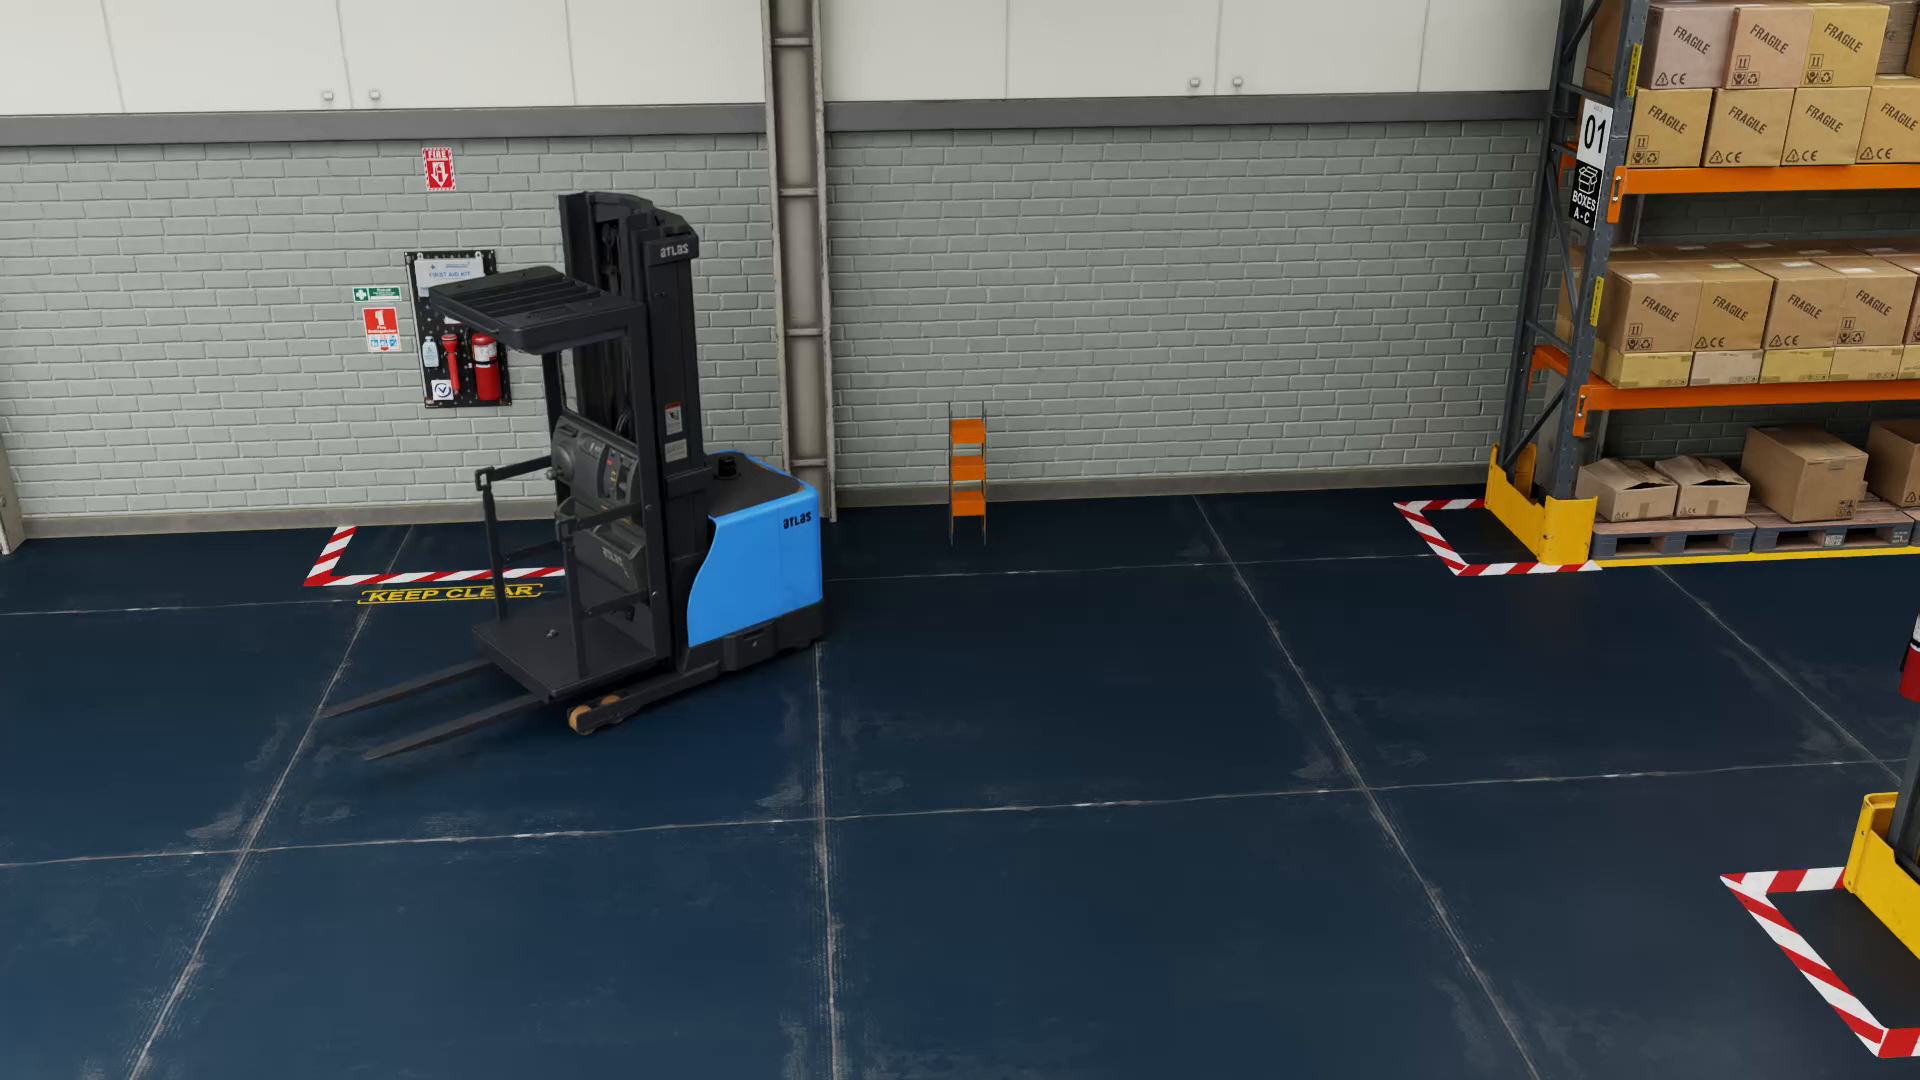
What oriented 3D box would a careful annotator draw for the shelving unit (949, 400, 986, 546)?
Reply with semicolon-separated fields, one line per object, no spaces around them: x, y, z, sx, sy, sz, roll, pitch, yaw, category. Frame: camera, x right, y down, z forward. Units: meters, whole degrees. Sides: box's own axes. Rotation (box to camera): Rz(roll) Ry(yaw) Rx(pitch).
0.053;-0.482;12.102;0.252;1.050;0.215;-2;24;-5;shelving unit

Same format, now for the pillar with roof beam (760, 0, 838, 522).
-0.720;-2.565;7.002;0.400;9.000;9.100;-2;24;-5;pillar with roof beam

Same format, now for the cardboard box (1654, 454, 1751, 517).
5.481;-0.412;12.313;0.500;0.311;0.500;0;24;-1;cardboard box

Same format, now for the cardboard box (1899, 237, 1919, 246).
7.193;-1.915;12.163;0.500;0.500;0.500;-2;24;-5;cardboard box

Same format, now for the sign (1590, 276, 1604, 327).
4.269;-1.602;11.156;0.005;0.325;0.100;-2;24;-5;sign

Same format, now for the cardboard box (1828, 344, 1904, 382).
6.259;-1.321;11.750;0.500;0.250;0.500;-2;24;-5;cardboard box

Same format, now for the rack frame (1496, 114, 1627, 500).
4.216;-1.426;11.825;0.127;3.000;1.000;-2;24;-5;rack frame

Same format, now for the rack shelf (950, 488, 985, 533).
0.053;-0.218;12.219;0.240;0.259;0.215;-2;24;-5;rack shelf

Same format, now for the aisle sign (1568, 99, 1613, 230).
4.174;-2.490;11.018;0.004;0.787;0.394;-2;24;-5;aisle sign

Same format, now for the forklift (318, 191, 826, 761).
-2.313;-0.439;9.690;3.031;2.935;1.130;-19;30;-37;forklift

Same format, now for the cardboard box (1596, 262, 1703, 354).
4.720;-1.607;11.468;0.500;0.500;0.500;-2;24;-5;cardboard box

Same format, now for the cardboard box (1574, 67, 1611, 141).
4.606;-2.970;11.459;0.500;0.500;0.500;-1;24;-1;cardboard box

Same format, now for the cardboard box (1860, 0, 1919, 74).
6.155;-3.485;11.386;0.500;0.500;0.500;-2;24;-5;cardboard box

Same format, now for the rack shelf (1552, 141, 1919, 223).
6.206;-2.548;11.541;4.000;0.370;1.077;-2;24;-5;rack shelf

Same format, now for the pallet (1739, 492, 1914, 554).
6.315;-0.220;12.546;1.213;0.211;1.003;-2;24;-5;pallet

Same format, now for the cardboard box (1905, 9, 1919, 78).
6.661;-3.287;10.941;0.500;0.500;0.500;-3;24;-7;cardboard box

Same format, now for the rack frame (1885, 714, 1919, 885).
4.706;0.576;7.320;0.127;3.000;1.000;-2;24;-5;rack frame

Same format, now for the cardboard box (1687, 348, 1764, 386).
5.248;-1.284;11.666;0.500;0.250;0.500;-3;24;-7;cardboard box

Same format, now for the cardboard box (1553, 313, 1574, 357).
4.662;-1.463;12.070;0.500;0.250;0.500;-2;24;-4;cardboard box

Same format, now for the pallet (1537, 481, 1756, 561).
5.103;-0.173;12.439;1.213;0.211;1.003;-2;24;-5;pallet

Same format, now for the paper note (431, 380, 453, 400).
-3.790;-1.099;12.174;0.142;0.148;0.016;-2;24;-5;paper note

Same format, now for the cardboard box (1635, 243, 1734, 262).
5.166;-1.830;11.971;0.500;0.500;0.500;-2;24;-4;cardboard box

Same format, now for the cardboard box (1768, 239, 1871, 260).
6.181;-1.872;12.066;0.500;0.500;0.500;-2;24;-4;cardboard box

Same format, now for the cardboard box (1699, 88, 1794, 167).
5.111;-2.771;11.010;0.500;0.500;0.500;-1;24;-2;cardboard box

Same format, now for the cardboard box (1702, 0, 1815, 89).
5.127;-3.225;10.801;0.500;0.500;0.500;-3;24;-6;cardboard box

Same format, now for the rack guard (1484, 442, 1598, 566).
4.291;-0.287;12.339;0.348;0.500;1.175;-2;24;-5;rack guard

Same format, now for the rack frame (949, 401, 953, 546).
-0.068;-0.477;12.091;0.008;1.050;0.200;-2;24;-5;rack frame

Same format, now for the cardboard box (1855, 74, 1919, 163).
6.159;-2.823;11.127;0.500;0.500;0.500;-1;24;-2;cardboard box

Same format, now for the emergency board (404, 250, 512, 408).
-3.607;-1.481;11.948;0.643;1.169;0.194;-2;24;-5;emergency board

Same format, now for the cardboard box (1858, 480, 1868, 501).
6.603;-0.428;12.548;0.250;0.149;0.380;-4;24;-9;cardboard box

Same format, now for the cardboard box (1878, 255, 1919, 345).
6.758;-1.687;11.649;0.500;0.500;0.500;-3;24;-7;cardboard box

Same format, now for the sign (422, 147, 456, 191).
-3.624;-2.580;11.567;0.199;0.298;0.001;-2;24;-5;sign

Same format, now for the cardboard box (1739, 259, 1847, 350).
5.728;-1.640;11.544;0.500;0.500;0.500;-3;24;-7;cardboard box
